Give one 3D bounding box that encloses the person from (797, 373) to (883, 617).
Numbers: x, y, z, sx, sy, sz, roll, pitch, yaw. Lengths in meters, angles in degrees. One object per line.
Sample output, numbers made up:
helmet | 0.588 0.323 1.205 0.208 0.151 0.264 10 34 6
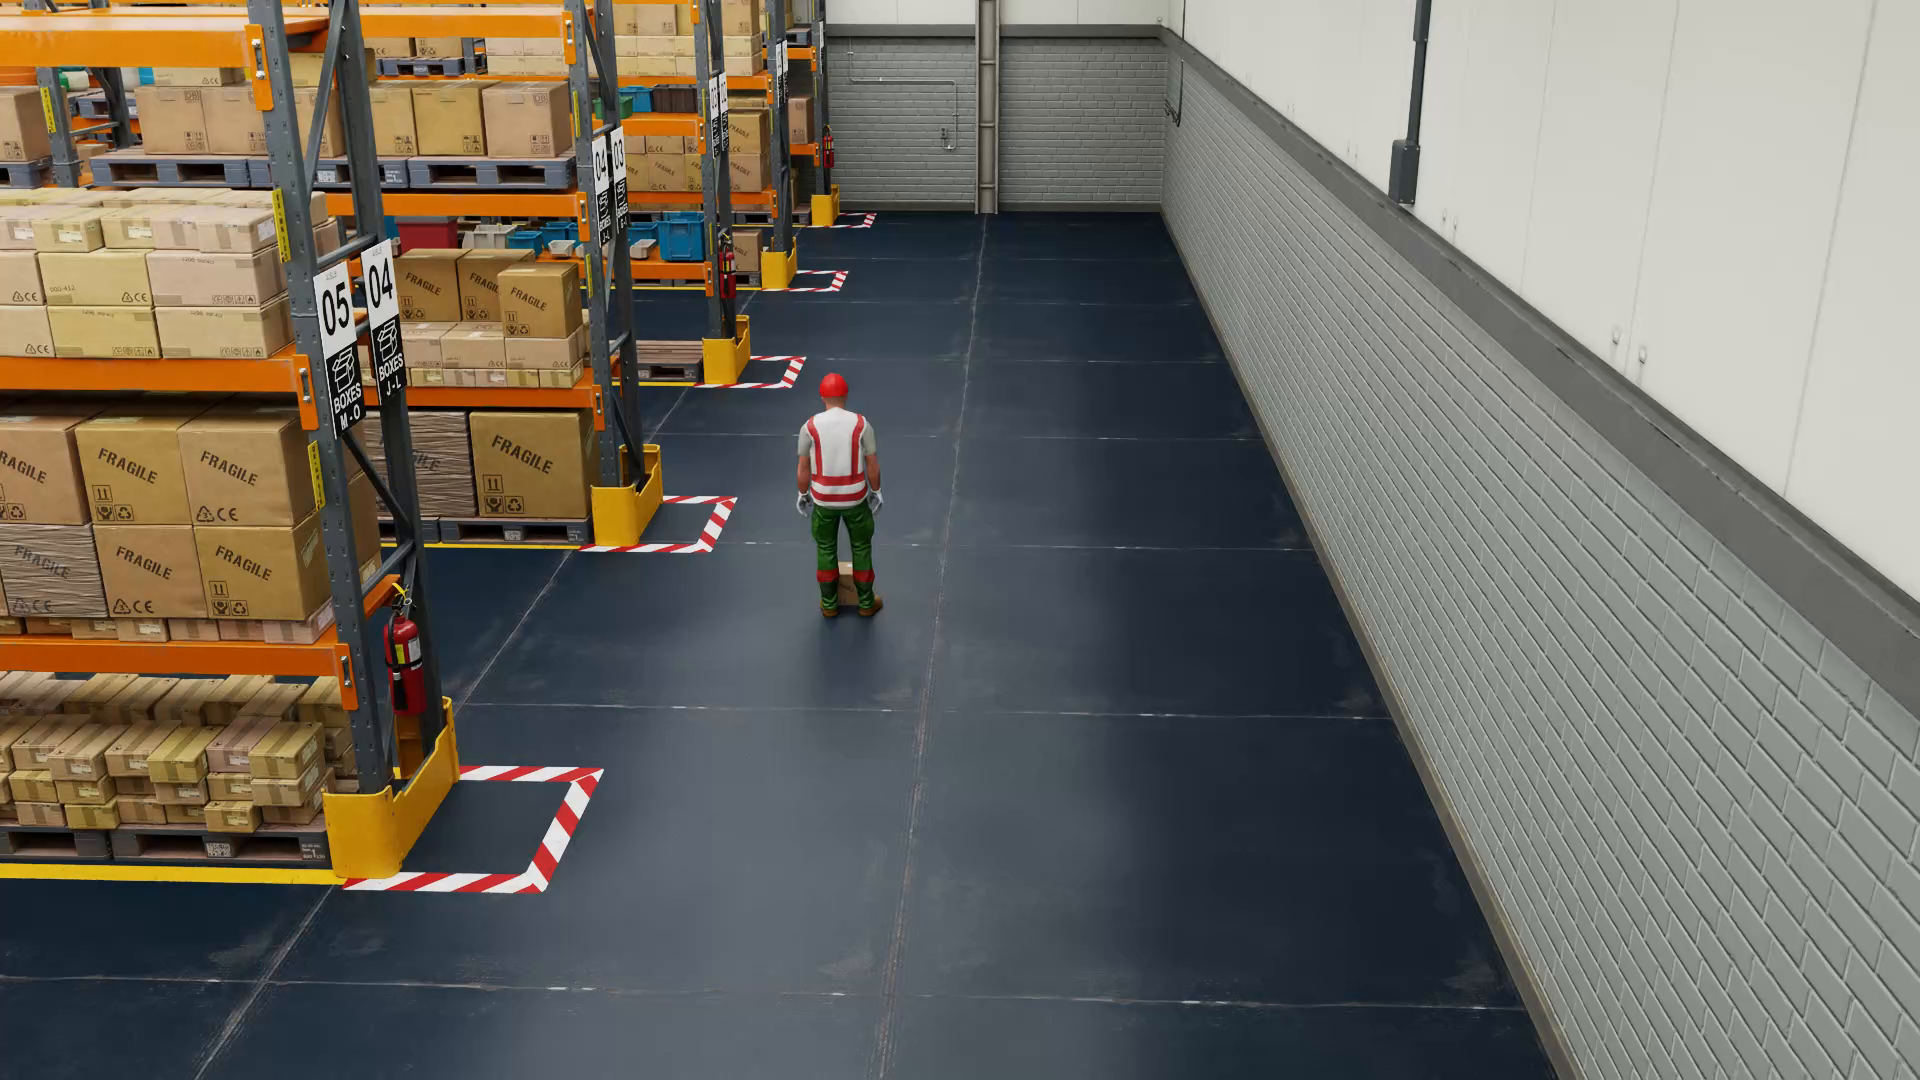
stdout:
person | -0.860 -0.311 11.887 0.618 1.778 0.452 -1 21 -2
